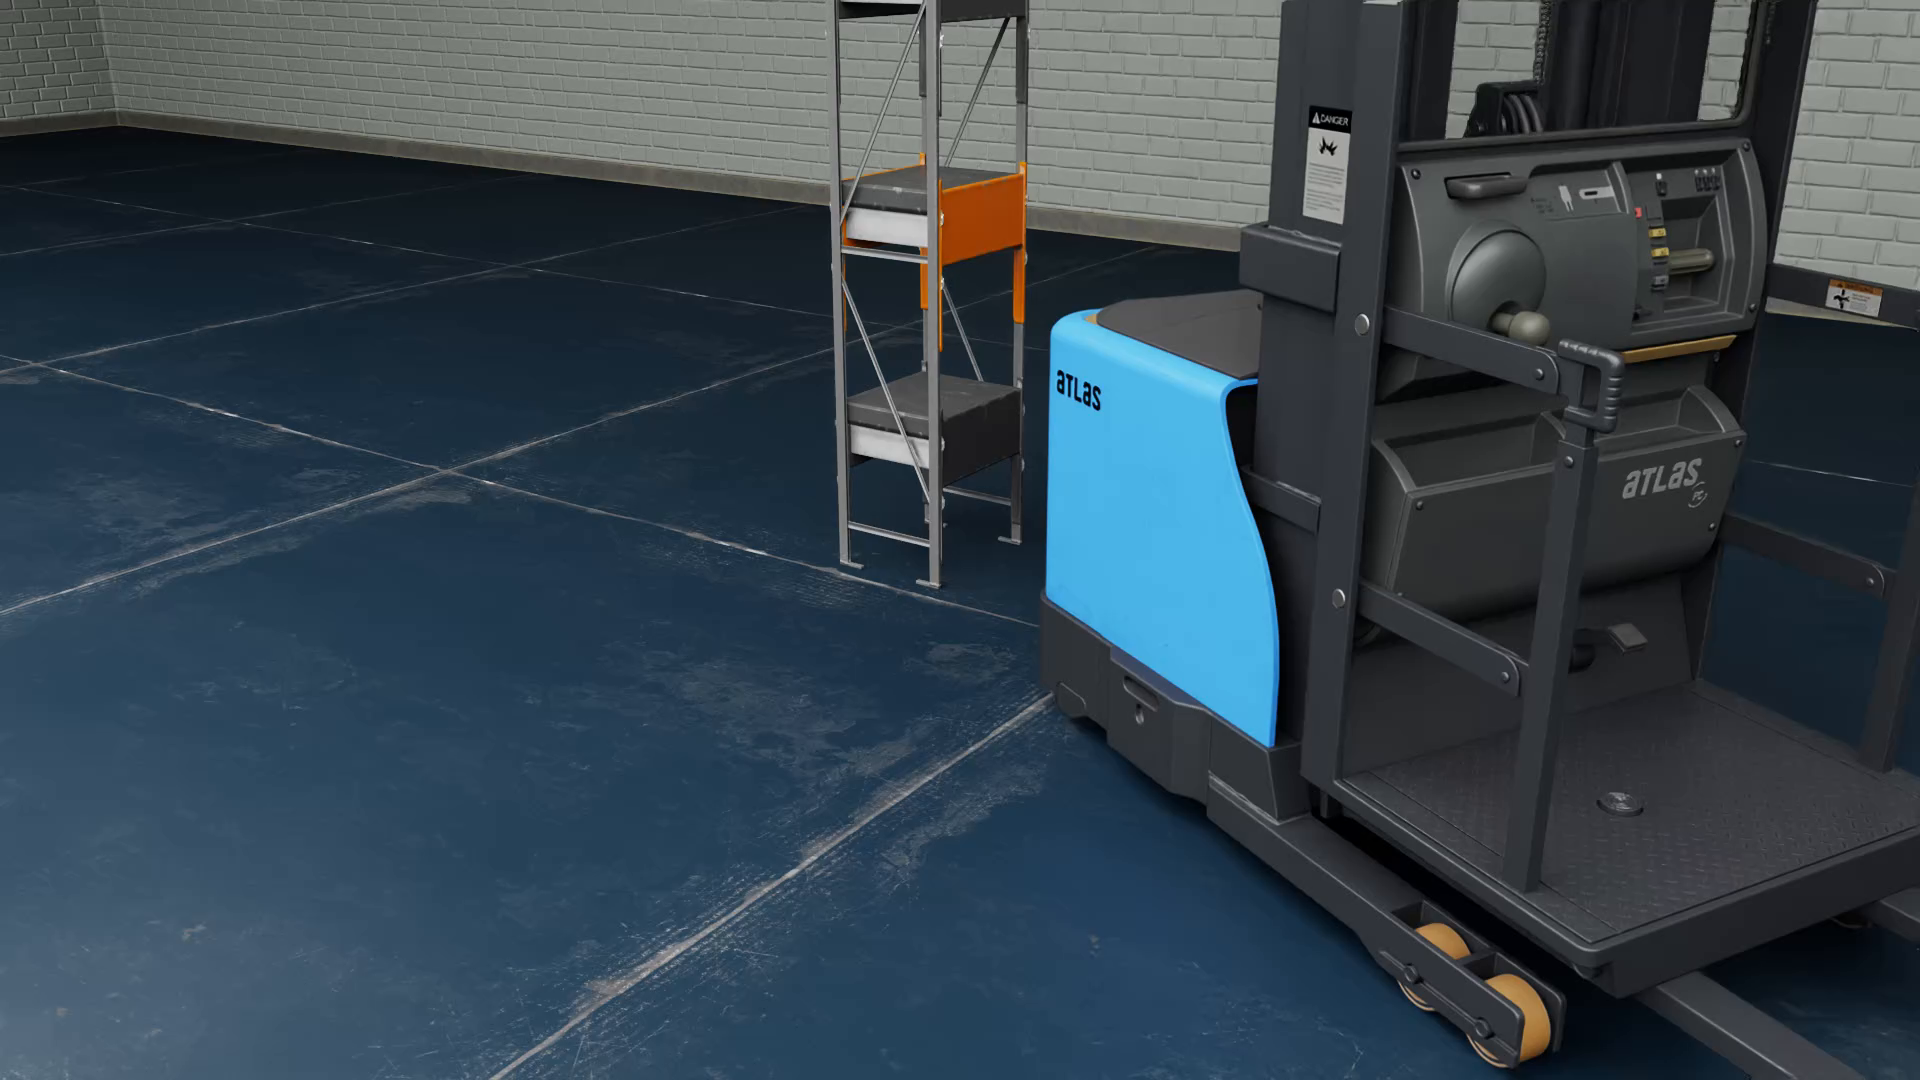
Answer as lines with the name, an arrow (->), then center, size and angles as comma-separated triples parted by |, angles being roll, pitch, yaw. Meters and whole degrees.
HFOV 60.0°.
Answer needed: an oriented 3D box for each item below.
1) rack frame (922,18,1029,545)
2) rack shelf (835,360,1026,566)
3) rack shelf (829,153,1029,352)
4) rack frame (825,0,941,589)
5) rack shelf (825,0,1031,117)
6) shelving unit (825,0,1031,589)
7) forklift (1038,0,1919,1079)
rack frame -> 0.044, -1.007, 5.462 | 0.400, 2.100, 0.015 | 13, 24, 32
rack shelf -> -0.093, -0.268, 5.520 | 0.431, 0.518, 0.480 | 13, 24, 32
rack shelf -> -0.093, -0.925, 5.277 | 0.431, 0.518, 0.480 | 13, 24, 32
rack frame -> -0.230, -0.867, 5.083 | 0.400, 2.100, 0.015 | 13, 24, 32
rack shelf -> -0.093, -1.581, 5.034 | 0.431, 0.518, 0.480 | 13, 24, 32
shelving unit -> -0.093, -0.937, 5.272 | 0.431, 2.100, 0.503 | 13, 24, 32
forklift -> 1.336, -0.568, 3.077 | 1.130, 2.935, 3.031 | -10, 23, -25
